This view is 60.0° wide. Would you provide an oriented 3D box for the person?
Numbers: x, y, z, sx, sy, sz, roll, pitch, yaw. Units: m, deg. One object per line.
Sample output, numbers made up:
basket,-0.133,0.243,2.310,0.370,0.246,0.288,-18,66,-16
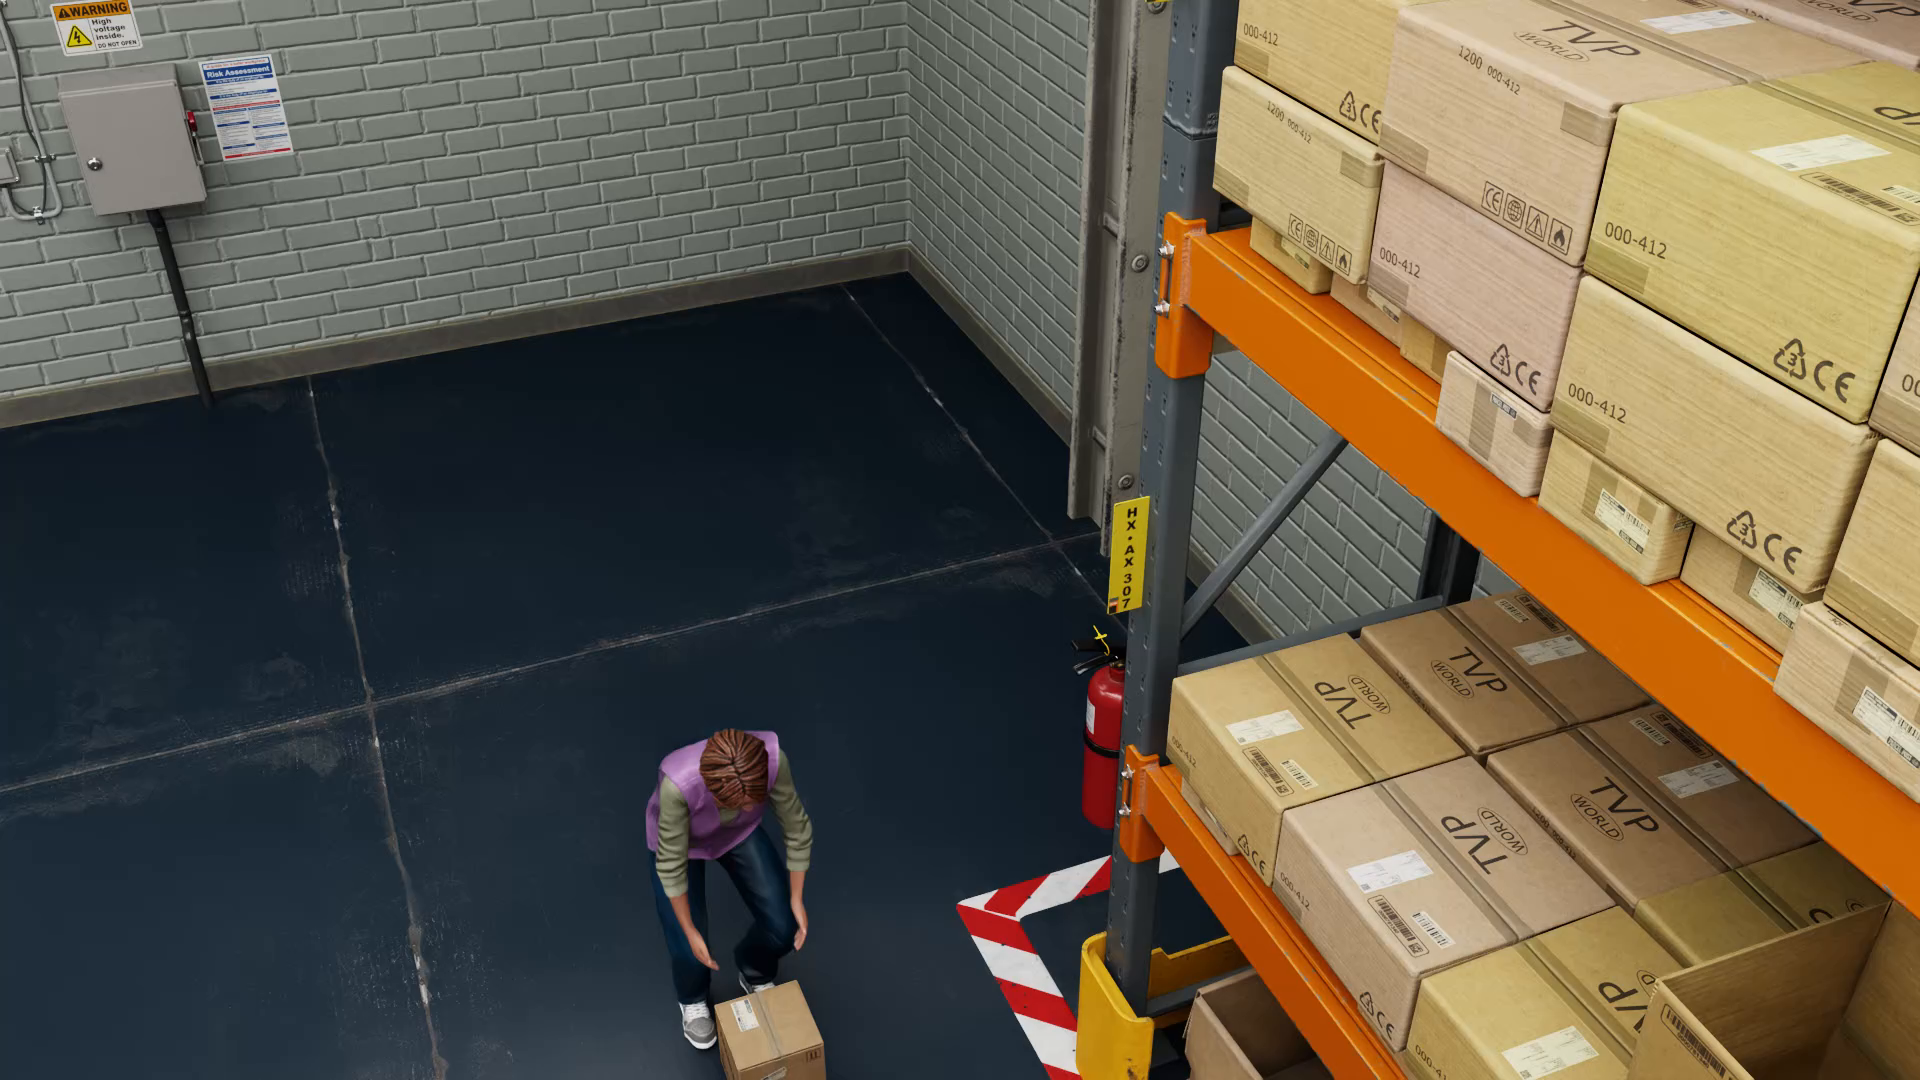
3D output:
person,-0.684,0.981,4.957,0.462,1.311,0.639,-13,36,-18
